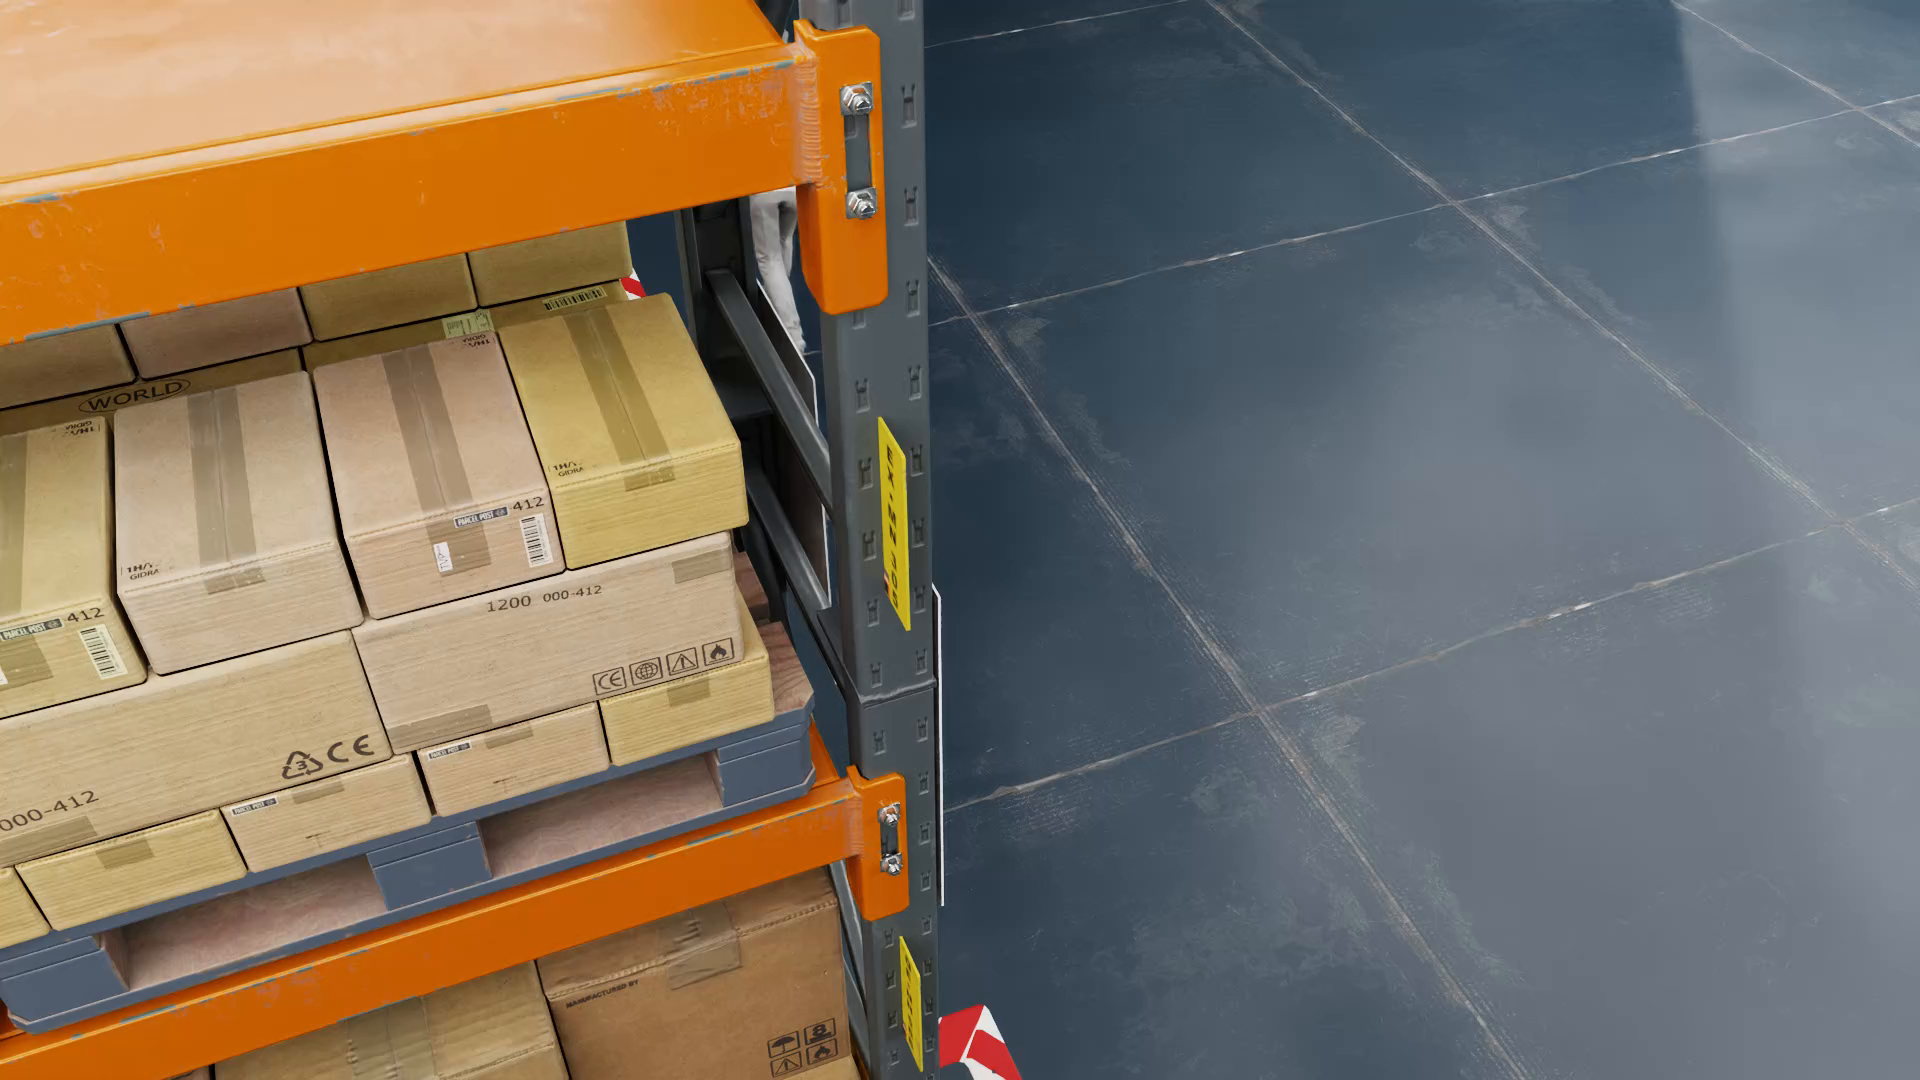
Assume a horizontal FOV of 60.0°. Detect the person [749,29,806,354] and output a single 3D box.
[{"bbox_3d":[-0.885,-1.685,7.989,0.641,1.684,0.843,-14,44,-15],"label":"person"}]
